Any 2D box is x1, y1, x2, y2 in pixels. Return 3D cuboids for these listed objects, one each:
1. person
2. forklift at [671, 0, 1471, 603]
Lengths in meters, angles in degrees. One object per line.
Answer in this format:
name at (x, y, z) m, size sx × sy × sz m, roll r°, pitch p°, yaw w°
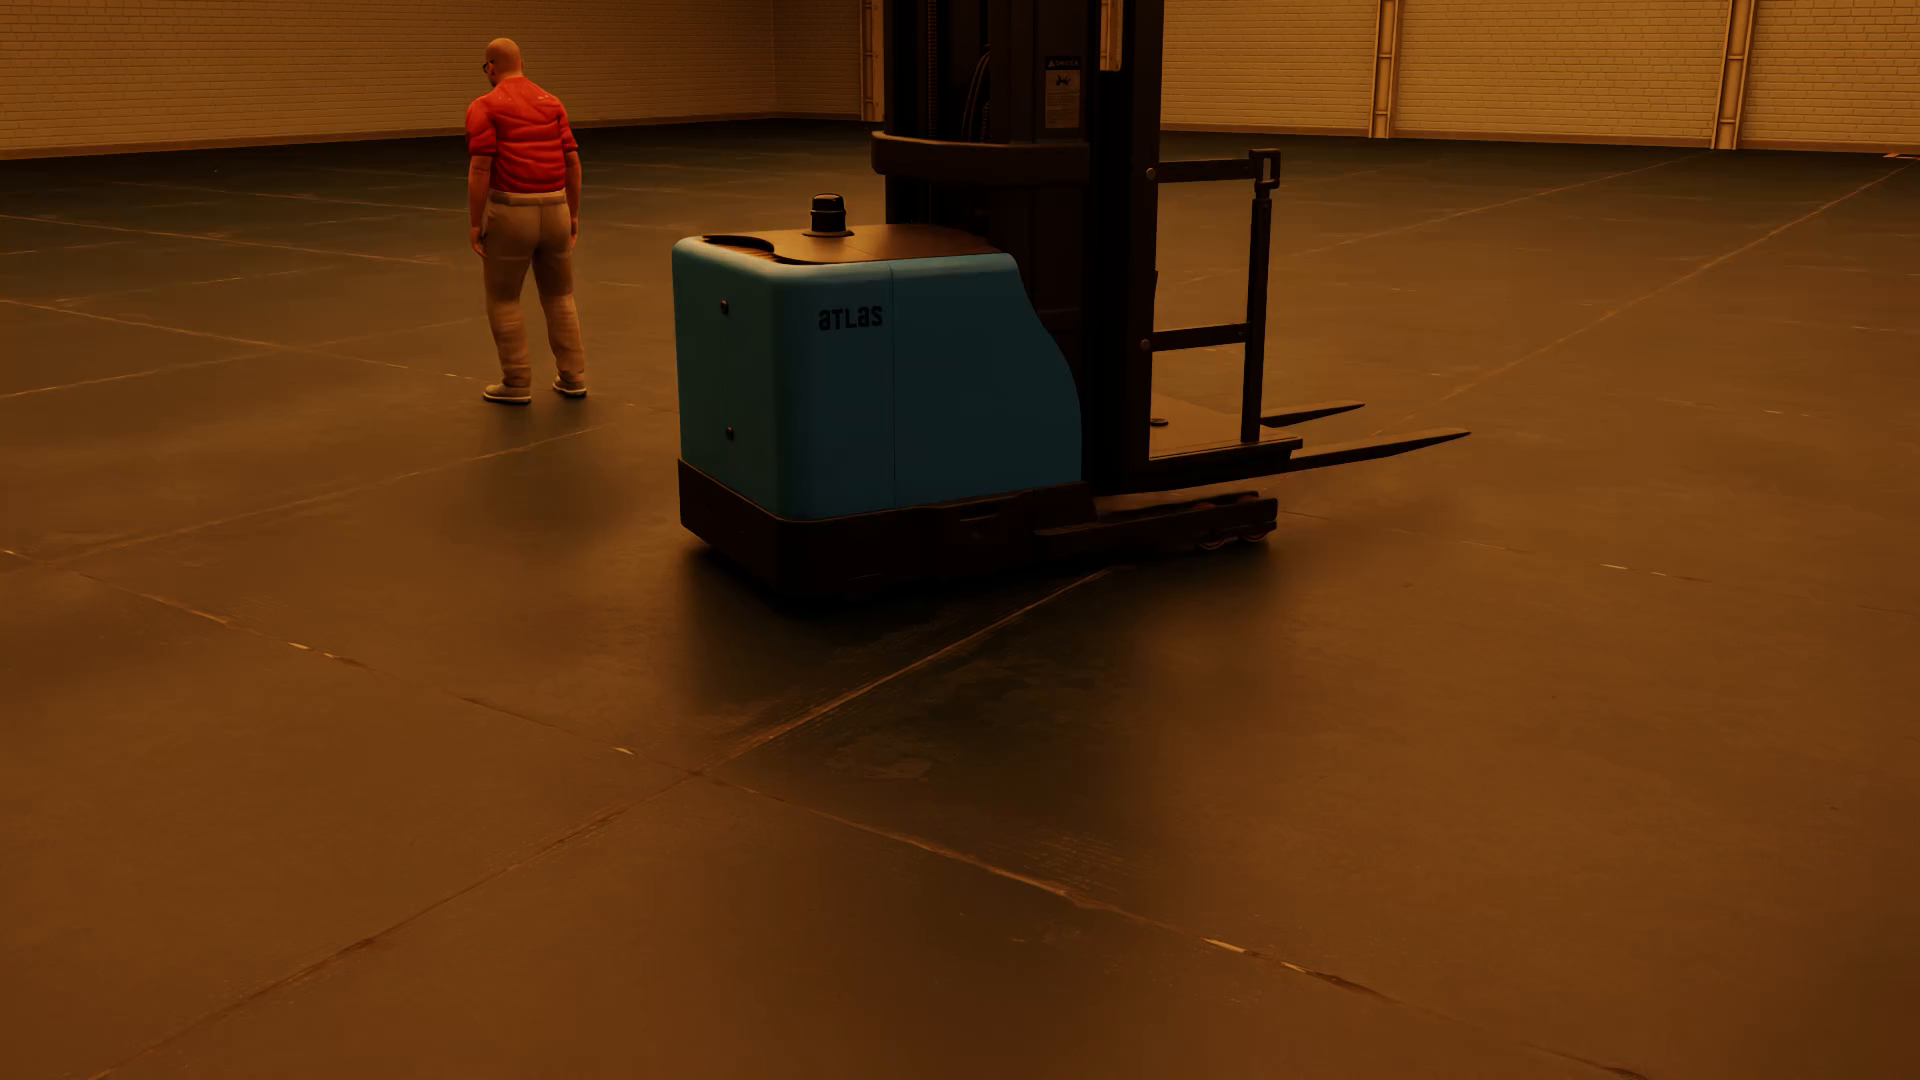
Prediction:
person at (-2.118, -1.540, 8.088) m, size 0.586 × 1.727 × 0.398 m, roll -14°, pitch 21°, yaw -38°
forklift at (0.548, -1.492, 5.822) m, size 3.031 × 2.935 × 1.130 m, roll -9°, pitch 19°, yaw -28°
